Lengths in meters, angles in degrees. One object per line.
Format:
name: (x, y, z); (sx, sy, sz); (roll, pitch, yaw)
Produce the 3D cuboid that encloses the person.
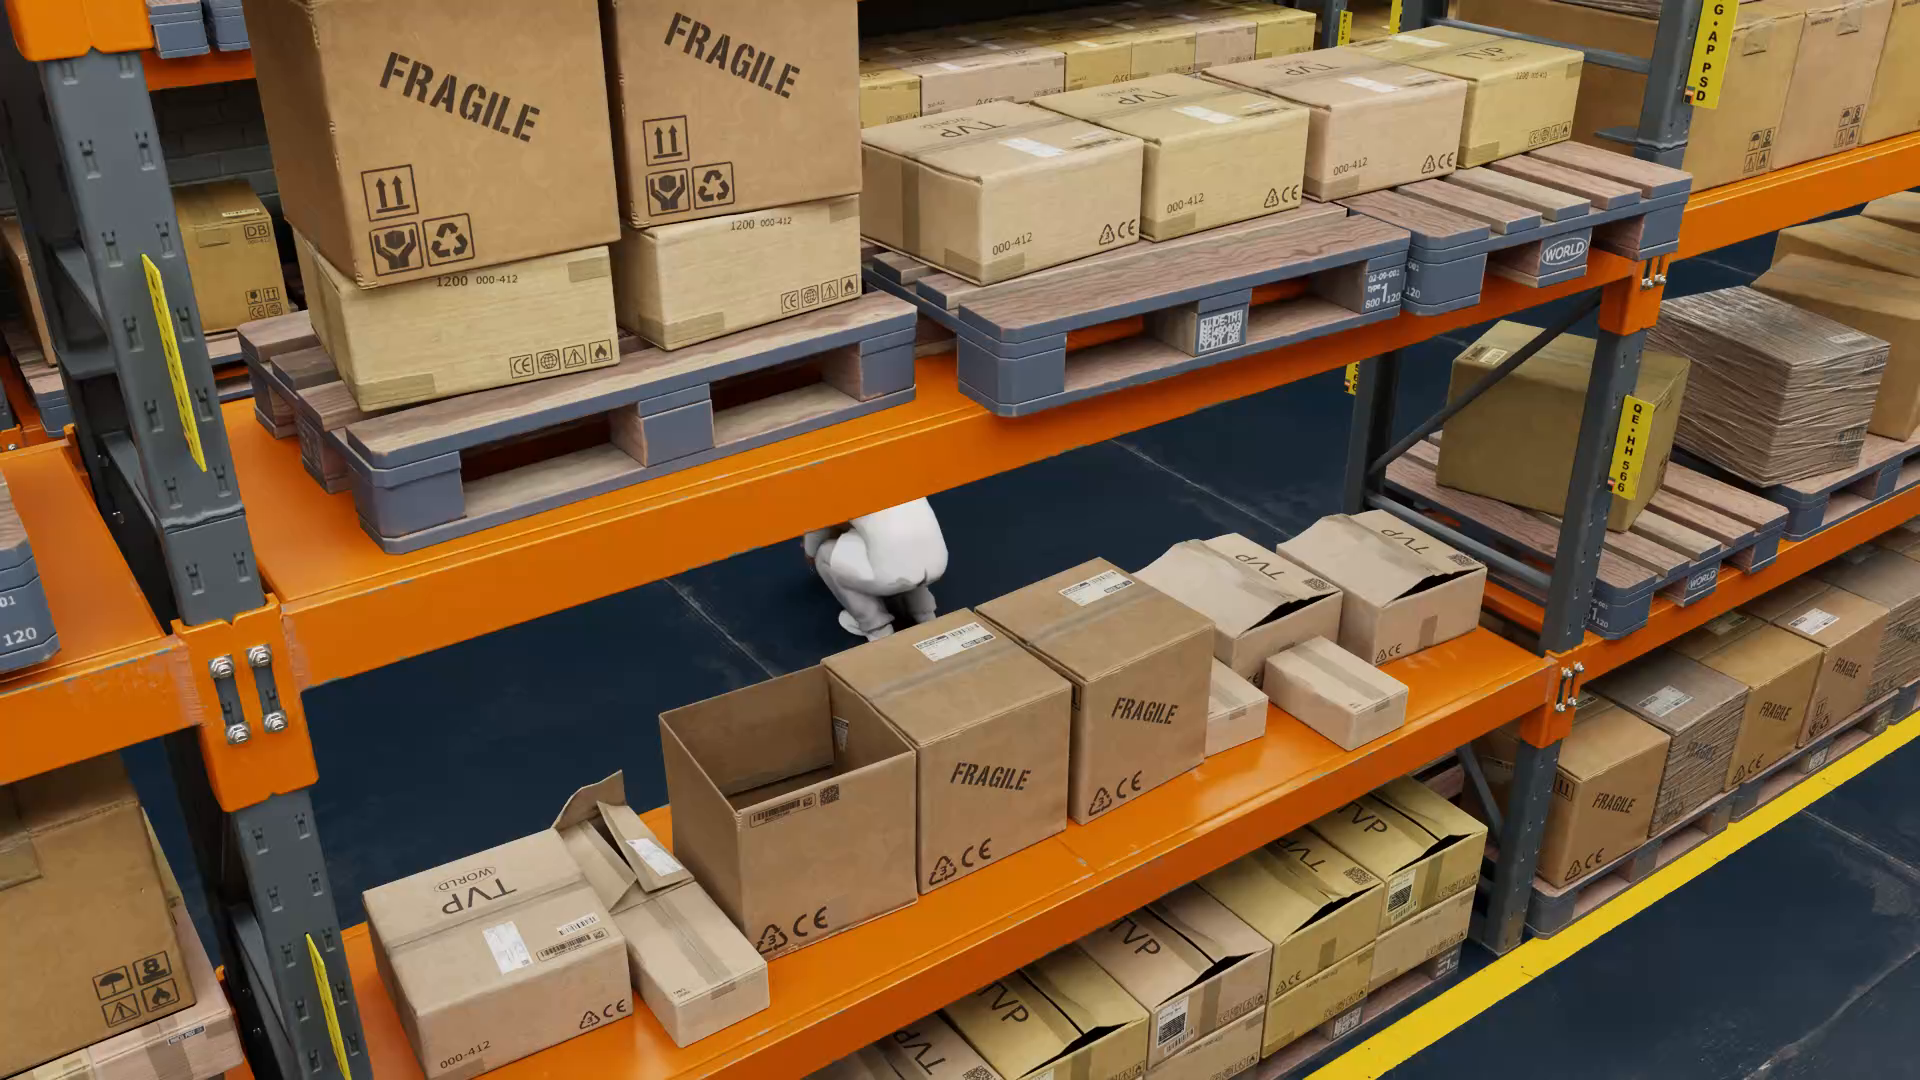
person: (-0.435, -0.066, 8.111); (0.588, 0.983, 0.912); (-19, 34, -31)
